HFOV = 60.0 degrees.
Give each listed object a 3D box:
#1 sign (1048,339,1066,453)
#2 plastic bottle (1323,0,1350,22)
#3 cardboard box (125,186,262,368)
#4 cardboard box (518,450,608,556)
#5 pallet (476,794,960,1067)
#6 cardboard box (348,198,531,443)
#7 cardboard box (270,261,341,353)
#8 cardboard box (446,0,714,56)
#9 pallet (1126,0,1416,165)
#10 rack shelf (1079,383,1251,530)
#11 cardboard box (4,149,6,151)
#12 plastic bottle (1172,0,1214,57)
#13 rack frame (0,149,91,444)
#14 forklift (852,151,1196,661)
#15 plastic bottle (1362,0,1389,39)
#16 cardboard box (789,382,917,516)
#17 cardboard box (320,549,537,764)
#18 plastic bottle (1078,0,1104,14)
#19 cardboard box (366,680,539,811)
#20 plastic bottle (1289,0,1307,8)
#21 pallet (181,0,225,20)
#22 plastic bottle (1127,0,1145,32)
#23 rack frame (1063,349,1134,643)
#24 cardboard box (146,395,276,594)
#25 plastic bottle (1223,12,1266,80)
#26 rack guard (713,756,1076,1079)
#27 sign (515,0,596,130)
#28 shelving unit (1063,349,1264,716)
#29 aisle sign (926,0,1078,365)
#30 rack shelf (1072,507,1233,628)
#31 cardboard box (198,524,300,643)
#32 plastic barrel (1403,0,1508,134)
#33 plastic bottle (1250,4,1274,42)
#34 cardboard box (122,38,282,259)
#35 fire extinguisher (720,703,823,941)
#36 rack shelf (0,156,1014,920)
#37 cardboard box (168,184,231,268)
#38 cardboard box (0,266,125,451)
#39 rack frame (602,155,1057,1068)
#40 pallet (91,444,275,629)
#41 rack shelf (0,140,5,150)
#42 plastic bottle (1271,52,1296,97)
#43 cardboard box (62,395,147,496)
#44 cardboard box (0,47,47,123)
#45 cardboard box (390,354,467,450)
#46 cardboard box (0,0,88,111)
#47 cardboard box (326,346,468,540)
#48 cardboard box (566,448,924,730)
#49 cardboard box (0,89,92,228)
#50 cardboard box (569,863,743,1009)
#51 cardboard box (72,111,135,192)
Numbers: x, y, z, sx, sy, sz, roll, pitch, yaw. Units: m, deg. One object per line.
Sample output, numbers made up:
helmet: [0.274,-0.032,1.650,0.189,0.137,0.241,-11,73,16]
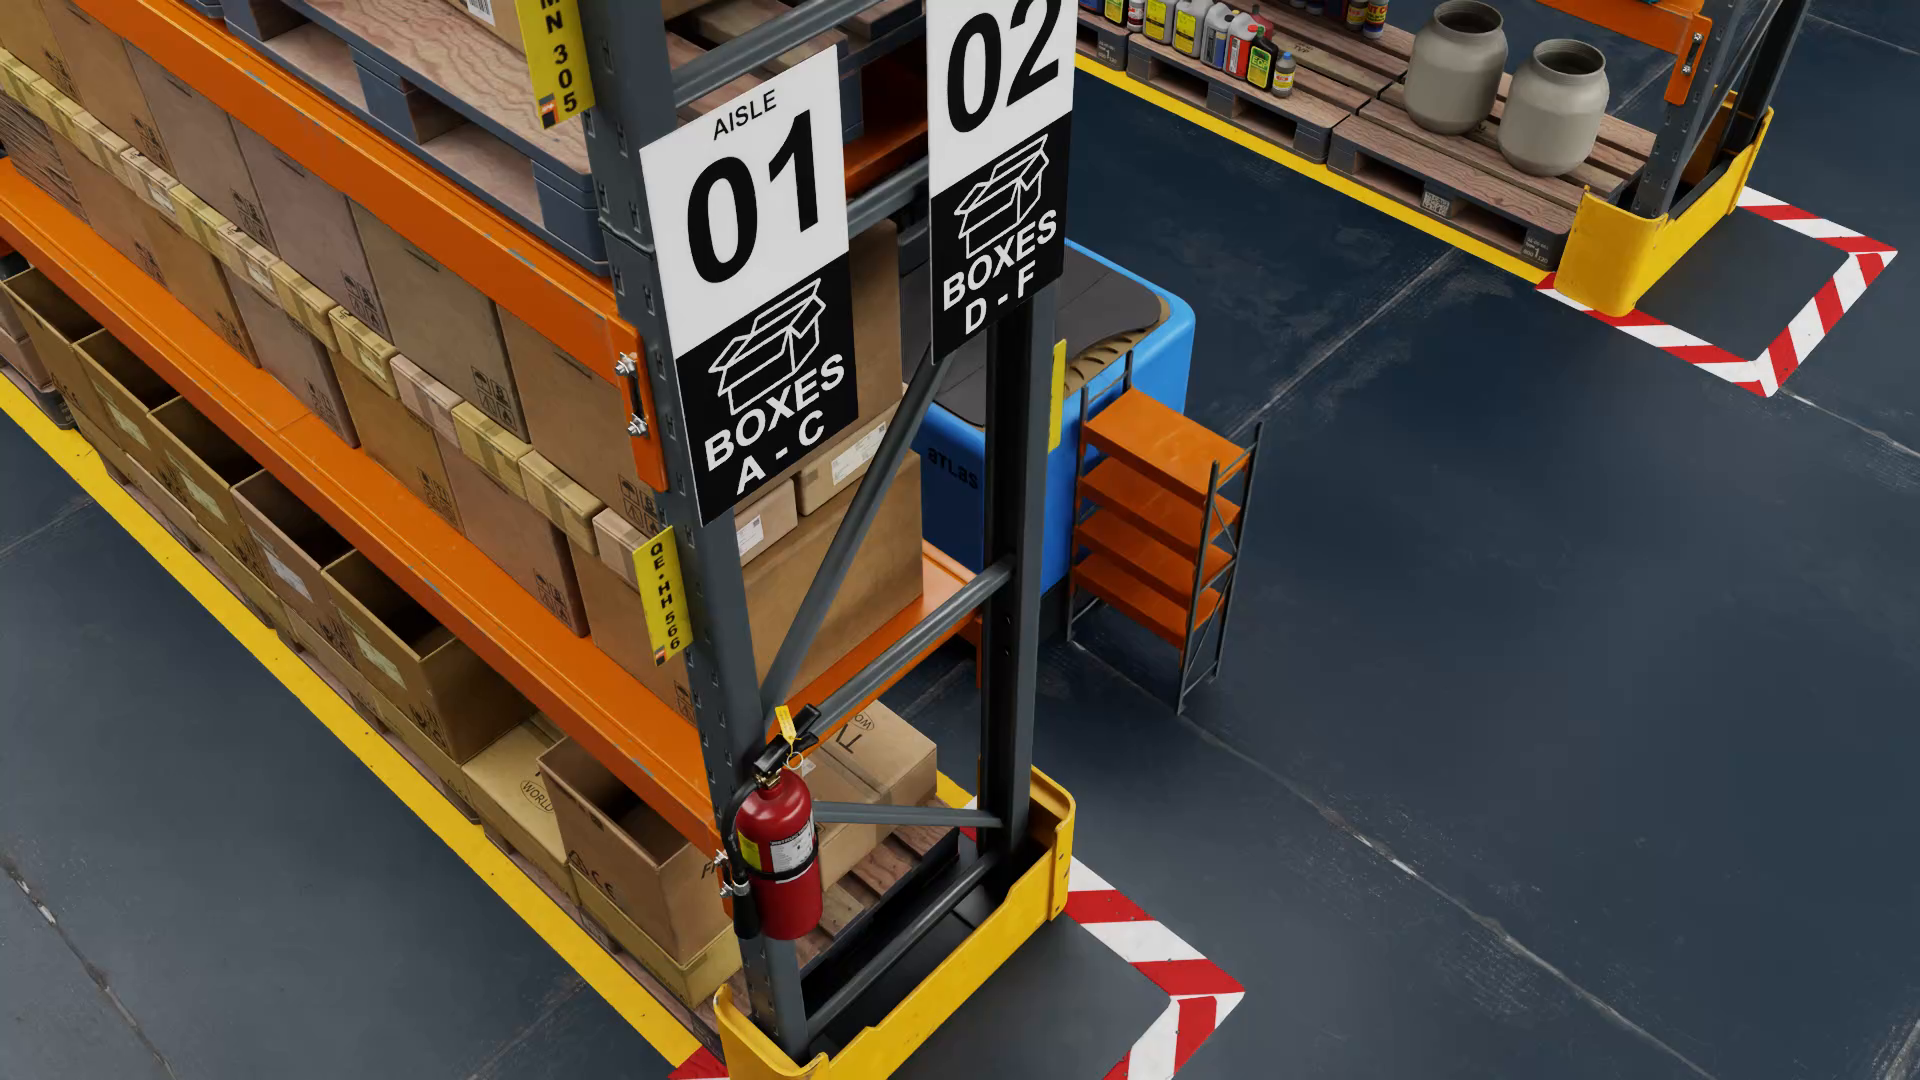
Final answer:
sign: [0.204,-0.315,3.841,0.005,0.325,0.100,34,55,28]
plastic bottle: [1.911,-2.755,8.341,0.133,0.283,0.061,35,56,28]
cardboard box: [-2.028,-0.986,5.050,0.500,0.500,0.700,35,56,28]
cardboard box: [-0.780,-0.169,3.838,0.250,0.149,0.380,35,56,28]
pallet: [-0.767,0.901,5.259,1.213,0.211,1.003,34,55,28]
cardboard box: [-0.940,-0.697,3.888,0.500,0.500,0.700,33,55,27]
cardboard box: [-1.539,-0.680,4.318,0.250,0.149,0.380,35,56,29]
cardboard box: [-0.596,-1.238,2.842,0.797,0.503,0.637,-34,56,-28]
pallet: [1.612,-2.415,8.373,1.213,0.211,1.003,34,55,28]
rack shelf: [0.635,-0.264,5.136,0.480,0.148,0.258,33,55,27]
cardboard box: [-3.995,-1.371,6.693,0.500,0.311,0.500,35,56,29]
plastic bottle: [1.146,-2.554,8.106,0.144,0.351,0.185,-36,56,-29]
rack frame: [-3.116,-1.675,5.766,0.127,3.000,1.000,34,55,28]
forklift: [-0.631,-1.502,5.650,3.031,2.935,1.130,33,55,27]
plastic bottle: [2.065,-2.630,8.231,0.097,0.271,0.097,0,47,0]
cardboard box: [-0.319,-0.263,3.926,0.250,0.149,0.380,34,55,27]
cardboard box: [-1.517,0.251,5.041,0.500,0.500,0.500,34,55,28]
plastic bottle: [0.697,-2.856,8.390,0.185,0.351,0.144,32,54,26]
cardboard box: [-1.515,0.506,5.316,0.500,0.250,0.500,34,55,28]
plastic bottle: [1.739,-2.848,8.437,0.097,0.271,0.097,0,47,0]
pallet: [-1.579,-1.661,3.755,1.213,0.211,1.003,34,55,28]
plastic bottle: [0.889,-2.653,8.301,0.097,0.201,0.097,0,47,0]
rack frame: [0.454,-0.114,5.534,0.015,1.200,0.240,33,55,27]
cardboard box: [-2.253,-0.243,5.505,0.500,0.500,0.500,34,55,28]
plastic bottle: [1.372,-2.380,7.994,0.135,0.276,0.152,34,56,28]
rack guard: [-0.159,1.170,4.809,0.348,0.500,1.175,34,55,28]
sign: [-0.555,-0.717,2.255,0.005,0.325,0.100,34,55,28]
shelving unit: [0.635,0.005,5.423,0.503,1.200,0.258,33,55,27]
aisle sign: [0.079,-0.719,3.084,0.004,0.787,0.394,34,55,28]
rack shelf: [0.635,0.051,5.472,0.480,0.148,0.258,33,55,27]
cardboard box: [-2.253,0.014,5.778,0.500,0.250,0.500,34,55,28]
plastic barrel: [2.282,-2.174,7.652,0.421,0.512,0.421,0,47,0]
plastic bottle: [1.444,-2.440,8.045,0.133,0.283,0.061,34,55,28]
cardboard box: [-1.679,-1.193,4.354,0.500,0.500,0.700,34,55,28]
fire extinguisher: [-0.405,0.636,3.648,0.183,0.674,0.296,34,55,28]
rack shelf: [-1.646,-0.440,5.099,4.000,0.370,1.077,34,55,28]
cardboard box: [-1.909,-0.931,4.553,0.250,0.149,0.380,34,55,27]
cardboard box: [-2.988,-0.738,5.969,0.500,0.500,0.500,34,55,28]
rack frame: [-0.177,0.302,3.909,0.127,3.000,1.000,34,55,28]
pallet: [-2.560,-0.305,6.392,1.213,0.211,1.003,34,55,28]
rack shelf: [-4.586,-2.418,6.956,4.000,0.370,1.077,34,55,28]
plastic bottle: [1.539,-2.215,7.890,0.097,0.201,0.097,0,47,0]
cardboard box: [-2.981,-0.486,6.247,0.500,0.250,0.500,34,55,28]
cardboard box: [-2.675,-1.444,5.035,0.250,0.149,0.380,33,55,27]
cardboard box: [-1.151,-0.421,4.075,0.250,0.149,0.380,35,56,28]
cardboard box: [-2.414,-1.689,4.819,0.500,0.500,0.700,34,55,28]
cardboard box: [-1.261,-0.475,4.570,0.500,0.500,0.700,34,56,28]
cardboard box: [-0.511,0.030,4.095,0.500,0.500,0.700,34,55,28]
cardboard box: [-2.786,-1.494,5.526,0.500,0.500,0.700,33,55,27]
cardboard box: [-0.771,0.993,4.858,0.500,0.250,0.500,34,55,28]
cardboard box: [-2.299,-1.191,4.797,0.250,0.149,0.380,32,55,27]
